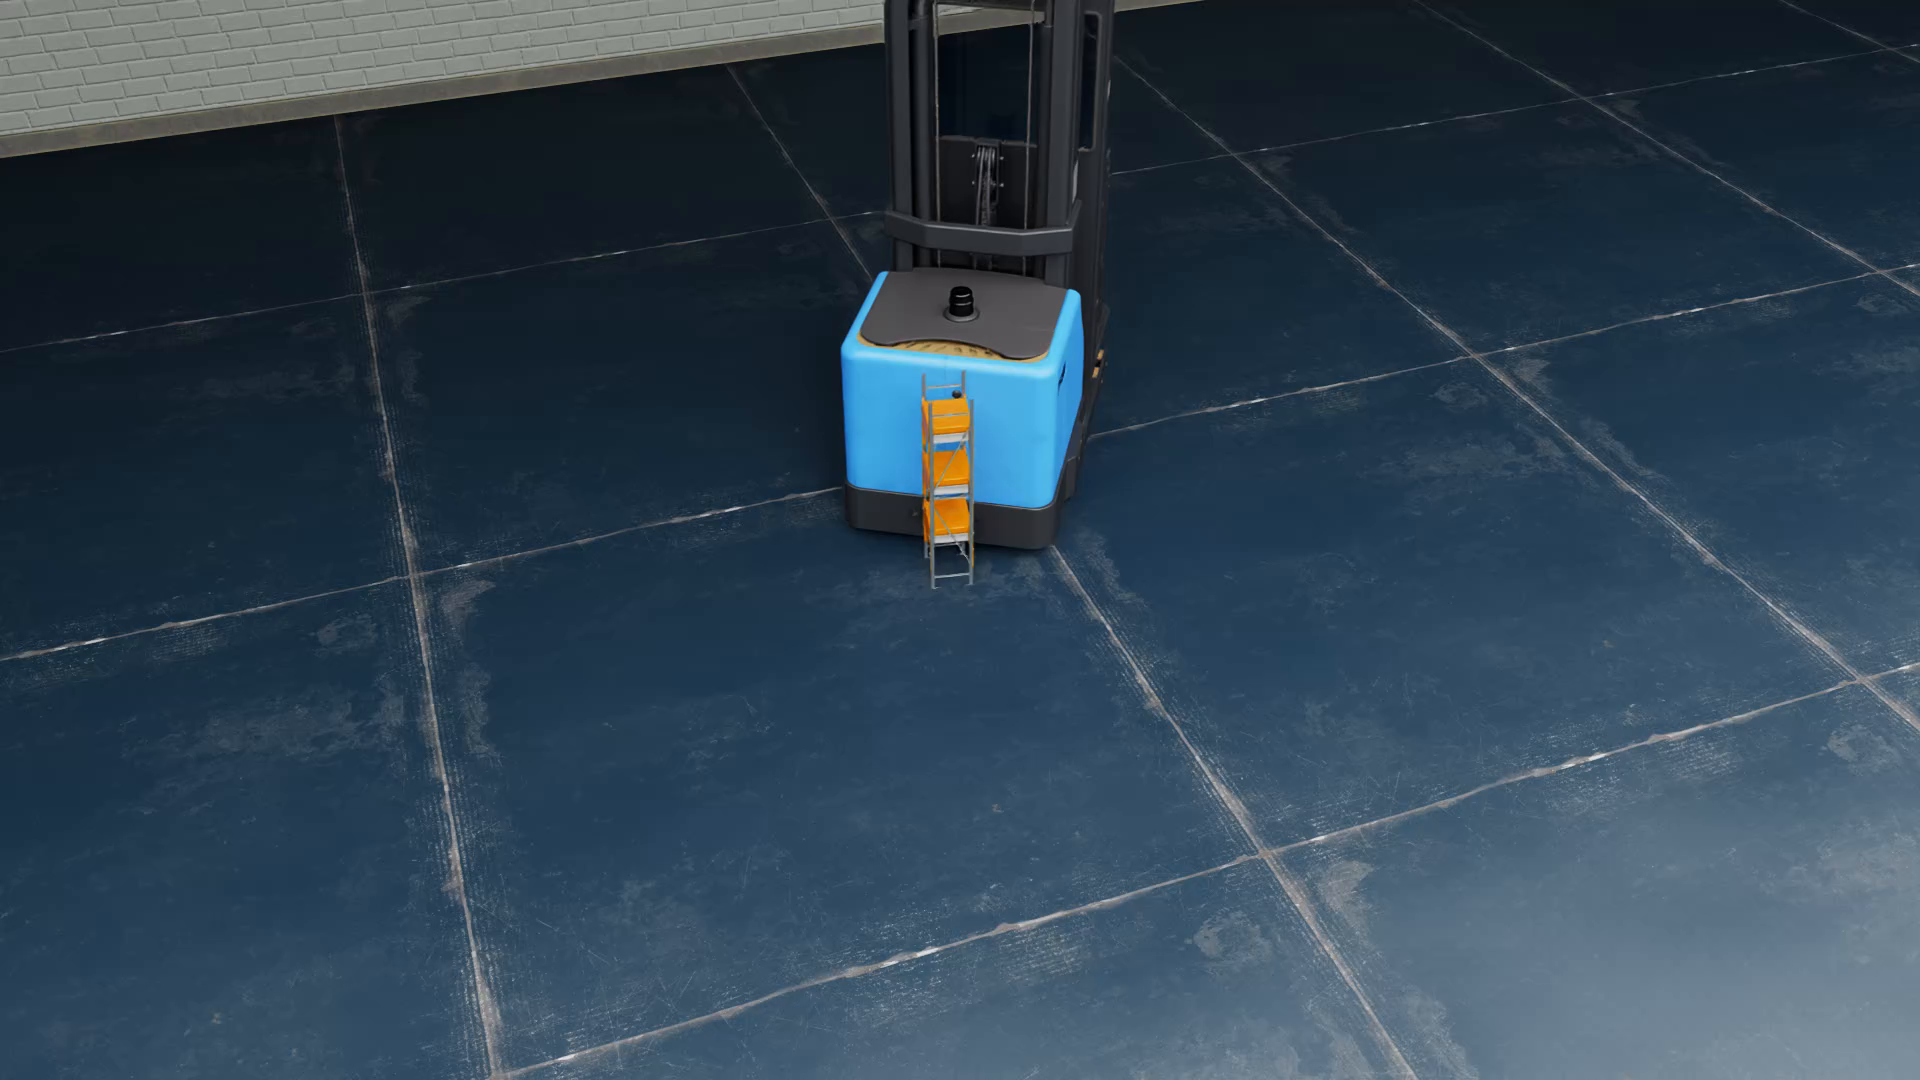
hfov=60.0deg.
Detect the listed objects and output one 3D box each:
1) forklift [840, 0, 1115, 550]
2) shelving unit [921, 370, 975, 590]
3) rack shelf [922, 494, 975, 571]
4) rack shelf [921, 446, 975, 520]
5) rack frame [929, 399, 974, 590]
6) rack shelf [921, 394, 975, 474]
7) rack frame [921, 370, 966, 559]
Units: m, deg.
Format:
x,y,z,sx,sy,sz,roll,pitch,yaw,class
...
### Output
x,y,z,sx,sy,sz,roll,pitch,yaw,class
0.230,-2.010,8.483,1.130,2.935,3.031,7,38,9,forklift
-0.056,-0.265,7.730,0.215,1.050,0.252,-5,37,-7,shelving unit
-0.056,-0.035,7.903,0.215,0.259,0.240,-5,37,-7,rack shelf
-0.056,-0.257,7.736,0.215,0.259,0.240,-5,37,-7,rack shelf
-0.038,-0.193,7.633,0.200,1.050,0.008,-5,37,-7,rack frame
-0.056,-0.484,7.565,0.215,0.259,0.240,-5,37,-7,rack shelf
-0.074,-0.338,7.826,0.200,1.050,0.008,-5,37,-7,rack frame
